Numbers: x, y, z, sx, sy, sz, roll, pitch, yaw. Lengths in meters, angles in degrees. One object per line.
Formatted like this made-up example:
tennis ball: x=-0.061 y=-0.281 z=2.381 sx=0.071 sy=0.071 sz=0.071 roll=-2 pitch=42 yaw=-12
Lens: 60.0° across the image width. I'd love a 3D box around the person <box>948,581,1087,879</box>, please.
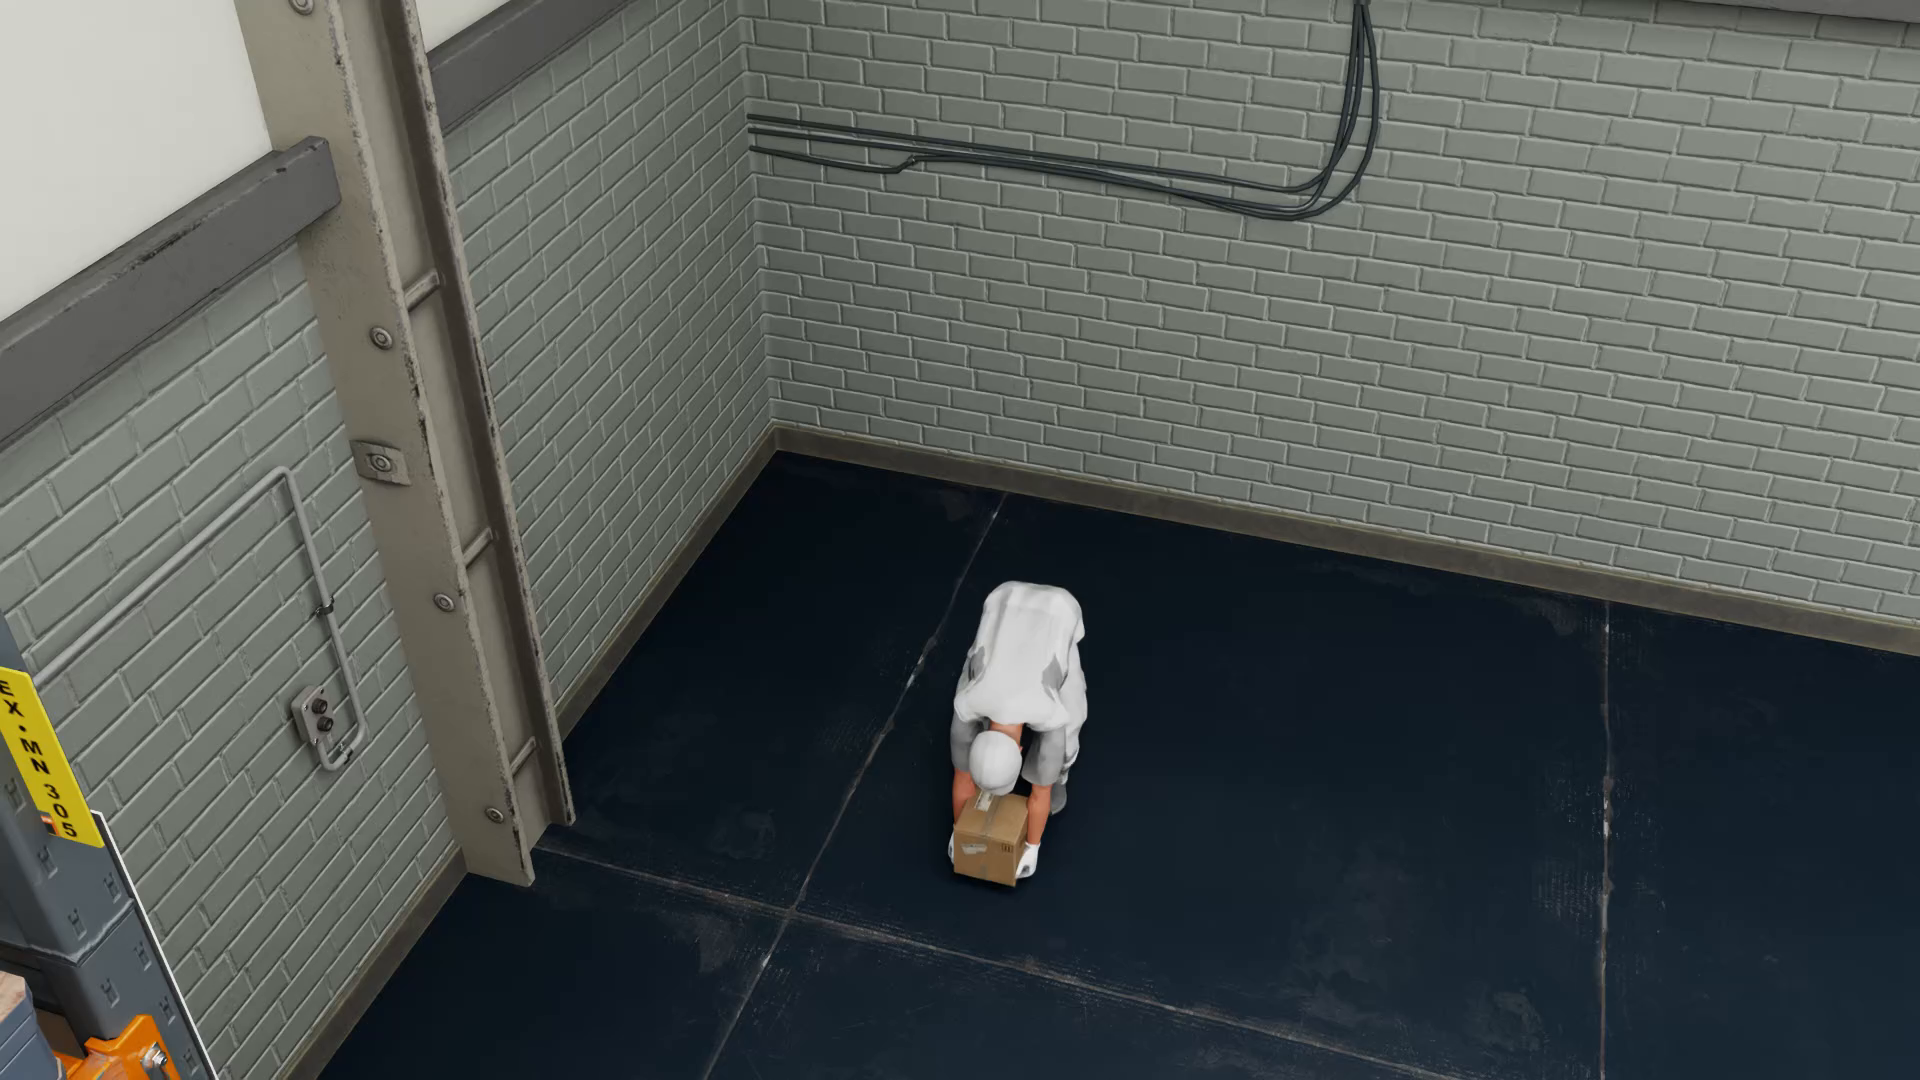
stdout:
person: x=0.220 y=0.747 z=6.551 sx=0.533 sy=0.970 sz=0.948 roll=9 pitch=38 yaw=12
